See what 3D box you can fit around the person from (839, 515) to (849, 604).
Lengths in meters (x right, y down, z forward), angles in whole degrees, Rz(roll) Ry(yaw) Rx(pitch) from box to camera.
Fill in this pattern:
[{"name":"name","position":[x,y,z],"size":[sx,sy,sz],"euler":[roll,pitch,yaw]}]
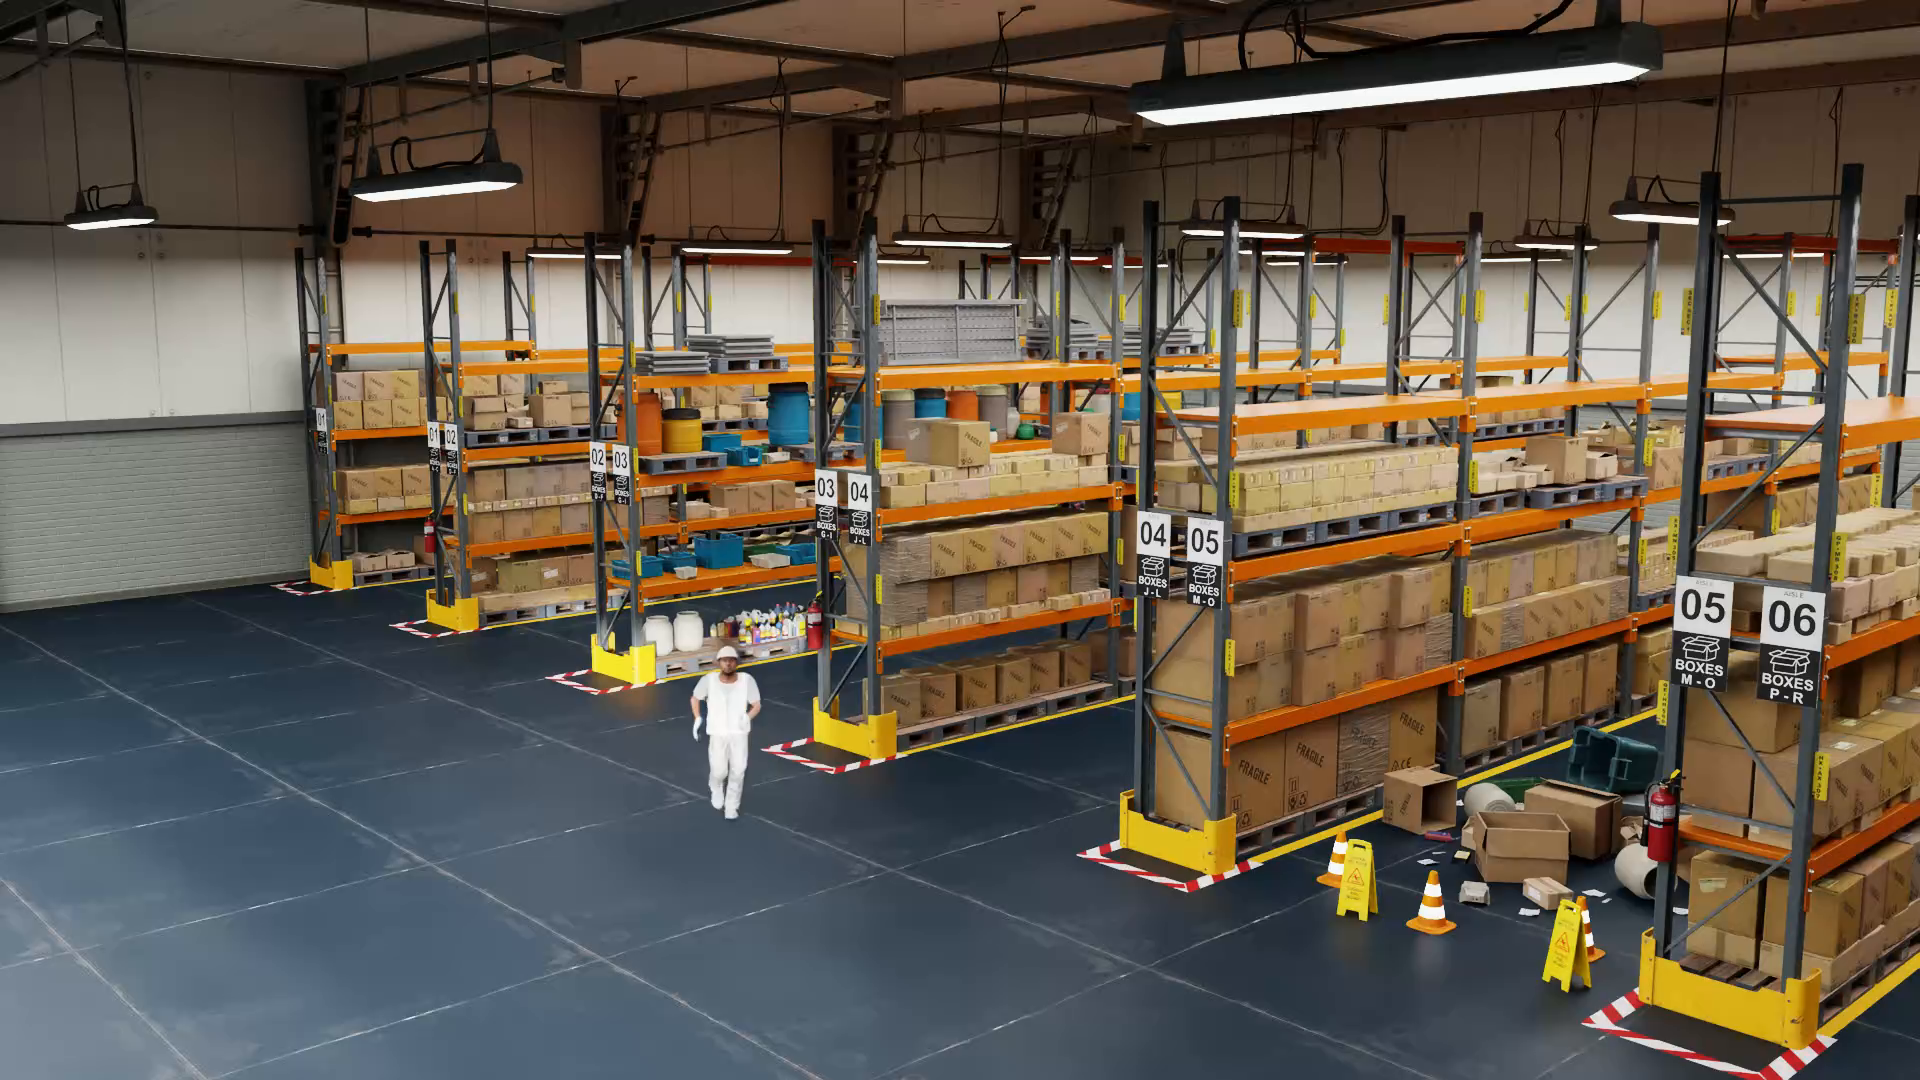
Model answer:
[{"name":"person","position":[-1.822,0.229,27.904],"size":[0.679,1.719,0.576],"euler":[7,11,40]}]

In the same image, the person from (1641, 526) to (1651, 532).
[{"name":"person","position":[10.481,0.595,25.634],"size":[0.587,1.634,0.558],"euler":[-7,11,-39]}]

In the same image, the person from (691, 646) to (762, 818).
[{"name":"person","position":[-2.285,1.913,16.376],"size":[0.670,1.737,0.587],"euler":[-2,9,-12]}]
